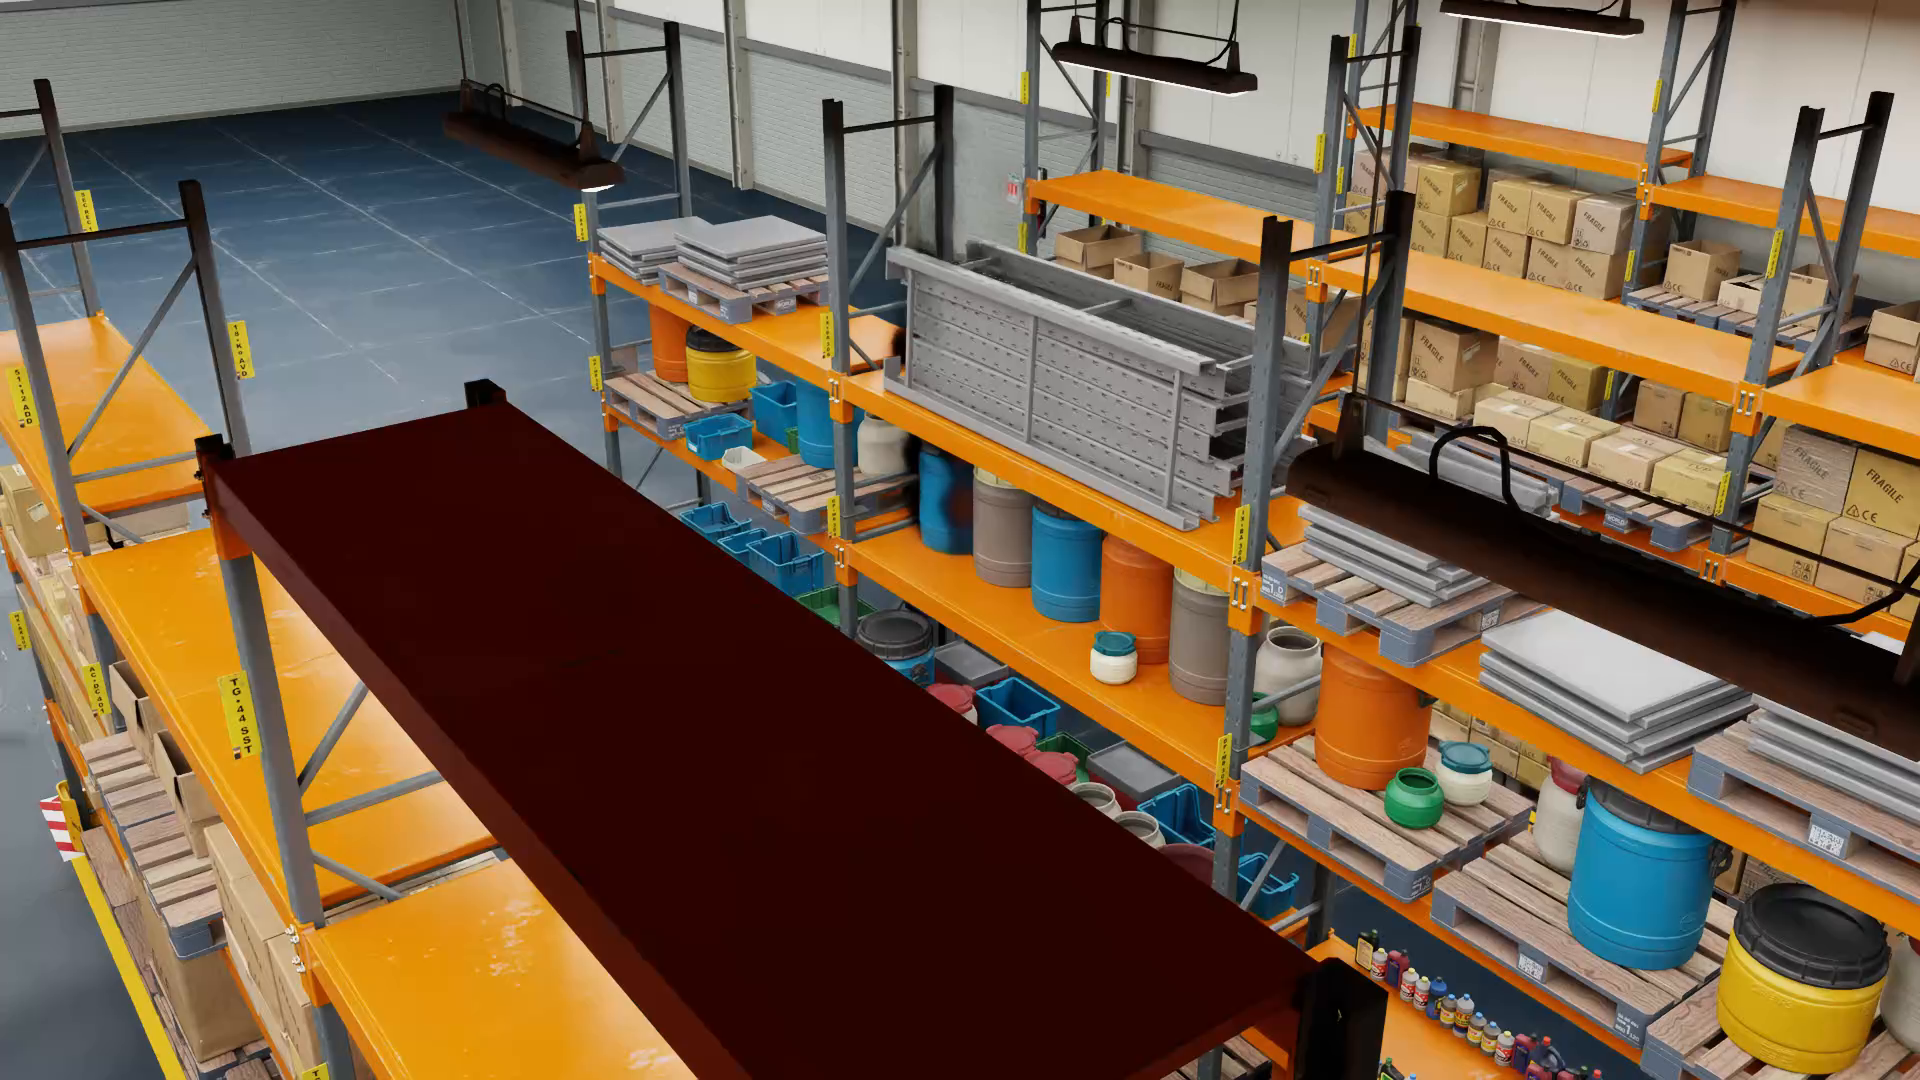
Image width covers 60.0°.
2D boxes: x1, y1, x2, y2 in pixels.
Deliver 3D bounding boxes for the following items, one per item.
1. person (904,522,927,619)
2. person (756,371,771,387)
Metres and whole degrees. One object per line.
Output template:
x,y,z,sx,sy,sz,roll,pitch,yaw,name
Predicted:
-0.272,0.290,15.767,0.607,1.619,0.608,16,29,31,person
-2.377,-1.194,19.609,0.502,1.665,0.585,-2,25,-4,person
